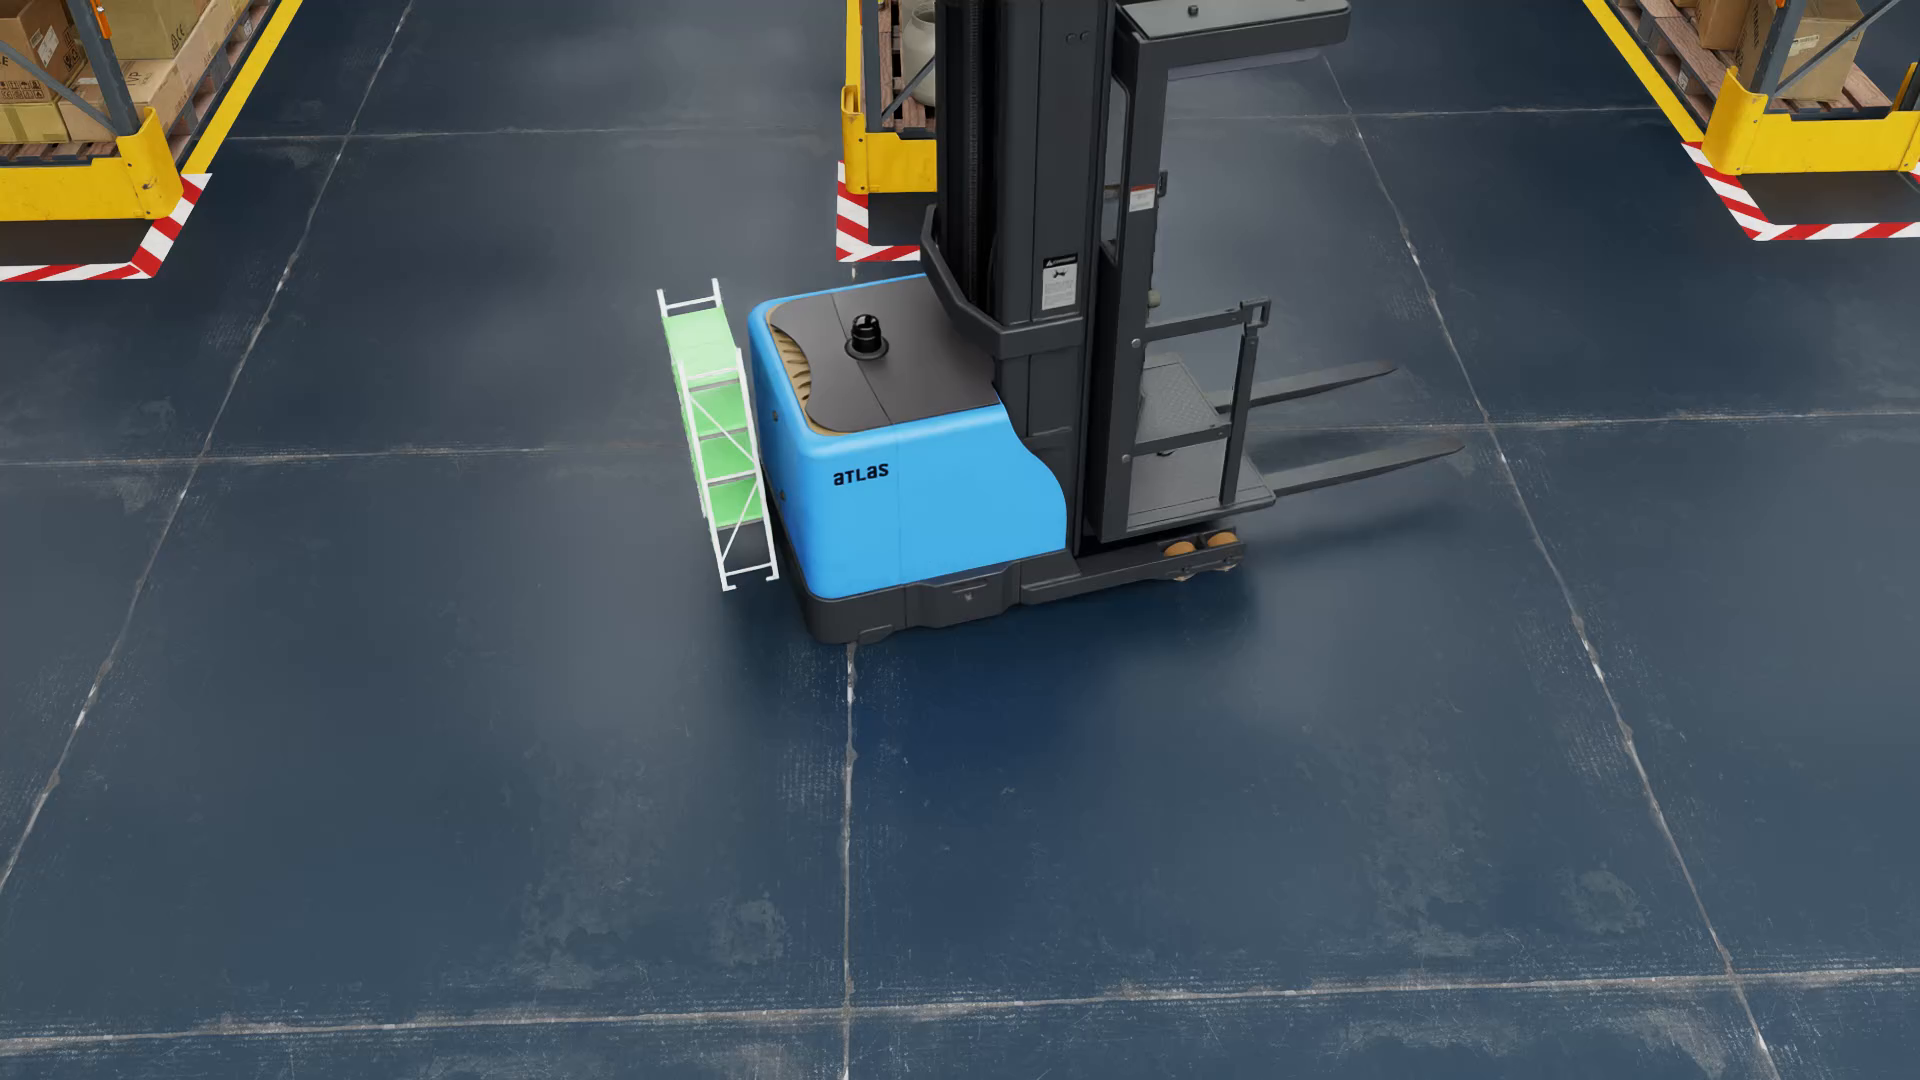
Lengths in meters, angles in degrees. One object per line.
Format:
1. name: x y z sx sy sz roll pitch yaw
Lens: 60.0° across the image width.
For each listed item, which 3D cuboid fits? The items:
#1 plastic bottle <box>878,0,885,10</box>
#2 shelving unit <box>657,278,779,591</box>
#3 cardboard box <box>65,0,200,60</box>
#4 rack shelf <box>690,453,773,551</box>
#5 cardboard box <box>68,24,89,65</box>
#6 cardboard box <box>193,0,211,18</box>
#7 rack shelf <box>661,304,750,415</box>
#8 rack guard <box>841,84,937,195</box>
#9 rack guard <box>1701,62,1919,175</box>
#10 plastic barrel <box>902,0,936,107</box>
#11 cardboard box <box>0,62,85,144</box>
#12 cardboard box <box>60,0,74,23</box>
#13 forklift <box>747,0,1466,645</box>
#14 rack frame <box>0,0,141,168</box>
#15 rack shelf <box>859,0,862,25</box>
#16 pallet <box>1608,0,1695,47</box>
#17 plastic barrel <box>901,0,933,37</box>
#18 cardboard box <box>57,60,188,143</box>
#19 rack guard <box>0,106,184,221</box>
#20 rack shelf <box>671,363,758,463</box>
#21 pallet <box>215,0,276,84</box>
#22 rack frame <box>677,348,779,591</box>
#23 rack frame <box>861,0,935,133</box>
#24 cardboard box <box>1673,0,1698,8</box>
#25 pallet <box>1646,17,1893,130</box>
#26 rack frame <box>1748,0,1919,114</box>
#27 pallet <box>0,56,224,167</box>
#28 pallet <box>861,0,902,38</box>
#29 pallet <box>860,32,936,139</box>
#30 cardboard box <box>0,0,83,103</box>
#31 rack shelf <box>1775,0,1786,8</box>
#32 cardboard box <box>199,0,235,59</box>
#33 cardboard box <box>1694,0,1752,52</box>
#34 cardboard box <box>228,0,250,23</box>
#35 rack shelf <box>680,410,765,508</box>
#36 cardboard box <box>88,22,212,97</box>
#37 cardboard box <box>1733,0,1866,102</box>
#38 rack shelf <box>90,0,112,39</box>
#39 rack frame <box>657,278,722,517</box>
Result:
1. plastic bottle: -0.532 -3.494 10.587 0.097 0.201 0.097 0 43 0
2. shelving unit: -0.981 -0.411 6.801 0.258 1.200 0.503 -13 44 -10
3. cardboard box: -4.789 -3.120 9.603 0.500 0.500 0.500 -2 43 -2
4. rack shelf: -0.967 -0.190 7.009 0.258 0.148 0.480 -13 44 -10
5. cardboard box: -5.317 -2.828 9.839 0.500 0.250 0.500 -2 43 -2
6. cardboard box: -4.823 -3.457 9.970 0.500 0.500 0.500 -2 43 -2
7. rack shelf: -1.000 -0.714 6.517 0.258 0.148 0.480 -13 44 -10
8. rack guard: -0.067 -2.264 9.350 1.175 0.500 0.348 -2 43 -2
9. rack guard: 4.929 -2.408 9.507 1.175 0.500 0.348 -2 43 -2
10. plastic barrel: -0.121 -2.815 9.632 0.421 0.512 0.421 0 43 0
11. cardboard box: -5.283 -2.491 9.472 0.500 0.250 0.500 -2 43 -2
12. cardboard box: -5.343 -3.442 9.954 0.500 0.500 0.500 -2 43 -2
13. forklift: 0.703 -1.239 6.432 3.031 2.935 1.130 -12 44 -13
14. rack frame: -4.965 -2.996 8.299 1.000 3.000 0.127 -2 43 -2
15. rack shelf: -0.101 -4.221 10.167 1.077 0.370 4.000 -2 43 -2
16. pallet: 4.881 -3.672 11.100 1.003 0.211 1.213 -2 43 -2
17. plastic barrel: -0.142 -3.154 10.001 0.421 0.512 0.421 0 43 0
18. cardboard box: -4.766 -2.506 9.488 0.500 0.250 0.500 -2 43 -2
19. rack guard: -4.964 -2.058 9.126 1.175 0.500 0.348 -2 43 -2
20. rack shelf: -0.989 -0.539 6.681 0.258 0.148 0.480 -13 44 -10
21. pallet: -5.088 -3.305 10.699 1.003 0.211 1.213 -2 43 -2
22. rack frame: -0.912 -0.253 6.629 0.240 1.200 0.015 -13 44 -10
23. rack frame: -0.016 -3.136 8.451 1.000 3.000 0.127 -2 43 -2
24. cardboard box: 4.855 -3.759 10.670 0.500 0.500 0.500 2 43 2
25. pallet: 4.930 -2.851 10.204 1.003 0.211 1.213 -2 43 -2
26. rack frame: 4.932 -3.278 8.606 1.000 3.000 0.127 -2 43 -2
27. pallet: -5.040 -2.483 9.803 1.003 0.211 1.213 -2 43 -2
28. pallet: -0.145 -3.528 10.943 1.003 0.211 1.213 -2 43 -2
29. pallet: -0.096 -2.706 10.046 1.003 0.211 1.213 -2 43 -2
30. cardboard box: -5.285 -2.767 9.218 0.500 0.500 0.500 -2 43 -2
31. rack shelf: 4.847 -4.363 10.322 1.077 0.370 4.000 -2 43 -2
32. cardboard box: -4.812 -3.181 10.224 0.500 0.250 0.500 -2 43 -2
33. cardboard box: 4.863 -3.336 10.208 0.500 0.500 0.500 9 43 9
34. cardboard box: -4.828 -3.518 10.593 0.500 0.250 0.500 -2 43 -2
35. rack shelf: -0.978 -0.365 6.845 0.258 0.148 0.480 -13 44 -10
36. cardboard box: -4.791 -2.843 9.856 0.500 0.250 0.500 -2 43 -2
37. cardboard box: 4.922 -2.933 9.769 0.500 0.500 0.500 6 43 6
38. rack shelf: -5.050 -4.081 10.015 1.077 0.370 4.000 -2 43 -2
39. rack frame: -1.049 -0.569 6.974 0.240 1.200 0.015 -13 44 -10
